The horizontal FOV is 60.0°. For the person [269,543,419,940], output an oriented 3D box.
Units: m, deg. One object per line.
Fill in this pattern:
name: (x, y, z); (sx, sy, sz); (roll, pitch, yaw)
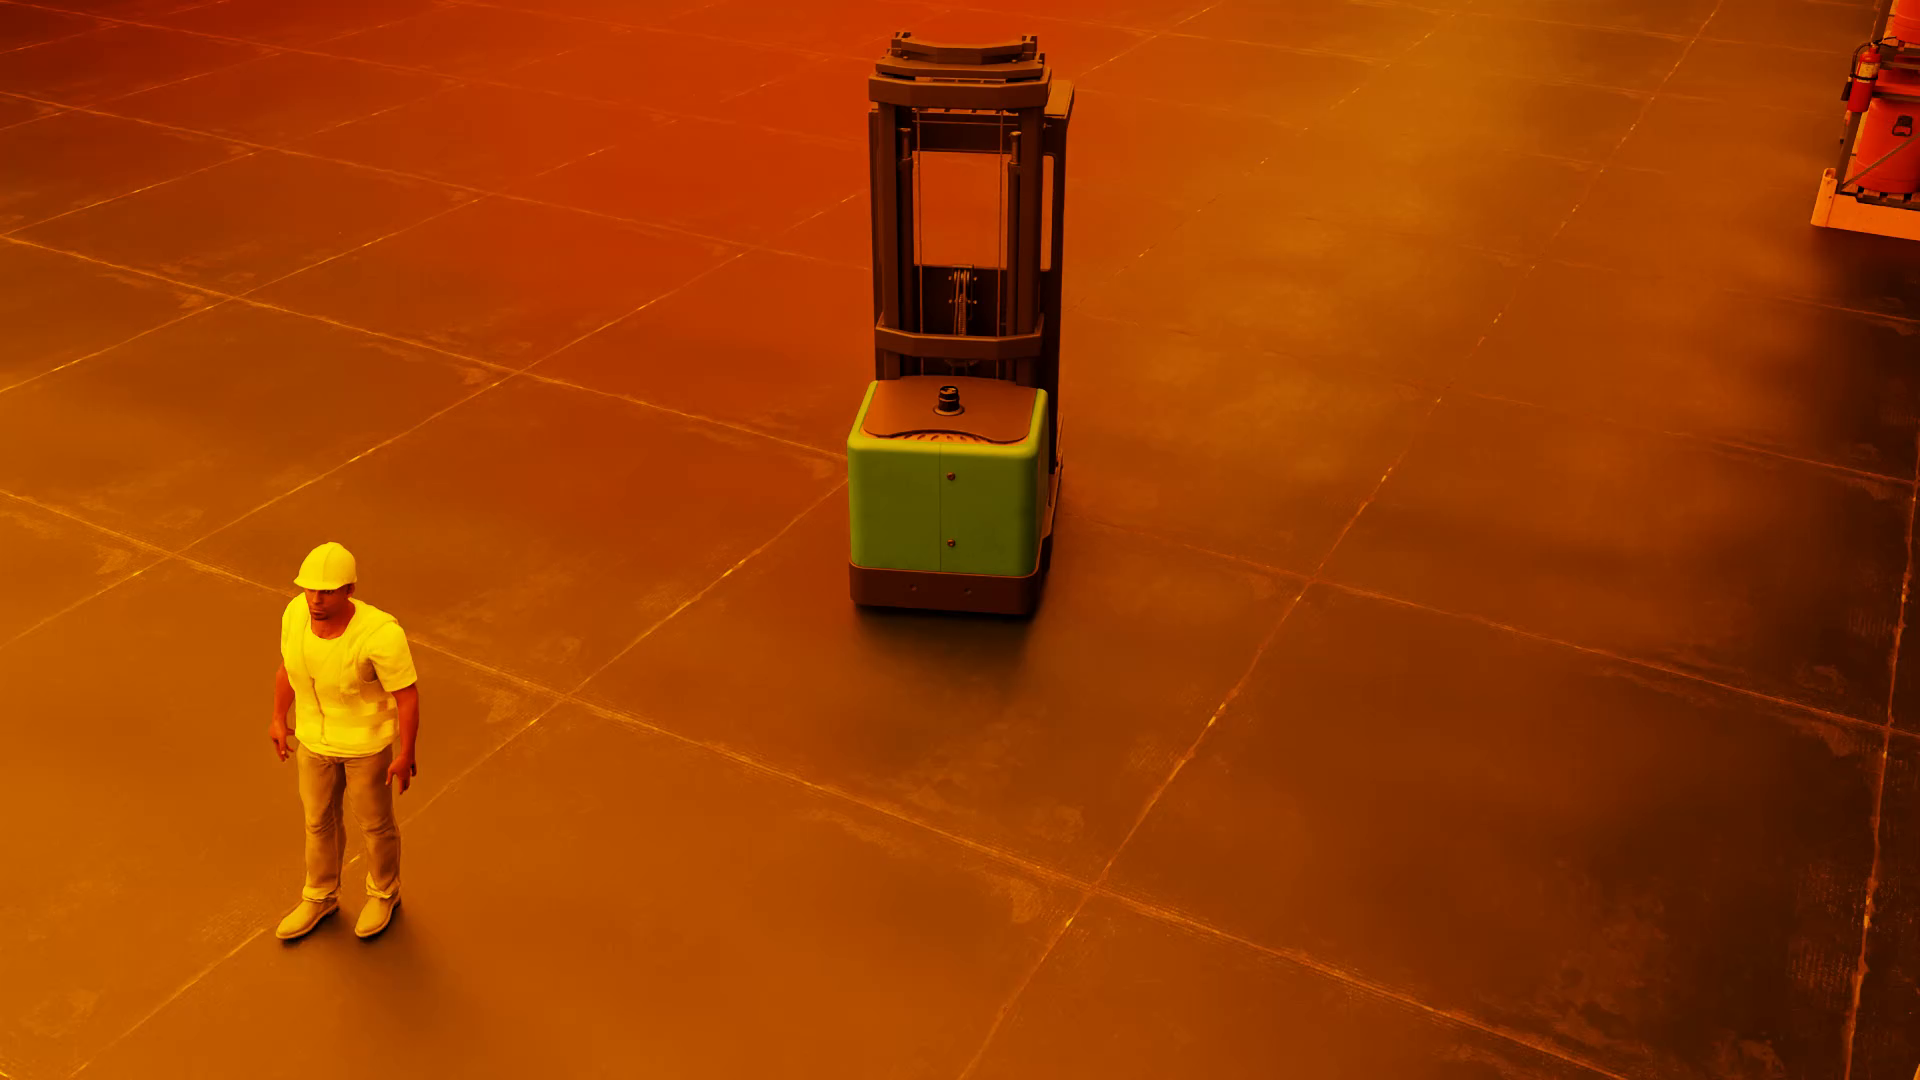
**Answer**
person: (-2.533, 0.846, 6.757); (0.666, 1.765, 0.576); (9, 31, 15)

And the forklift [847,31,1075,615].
forklift: (0.072, -1.572, 9.794); (1.130, 2.935, 3.031); (3, 30, 6)
